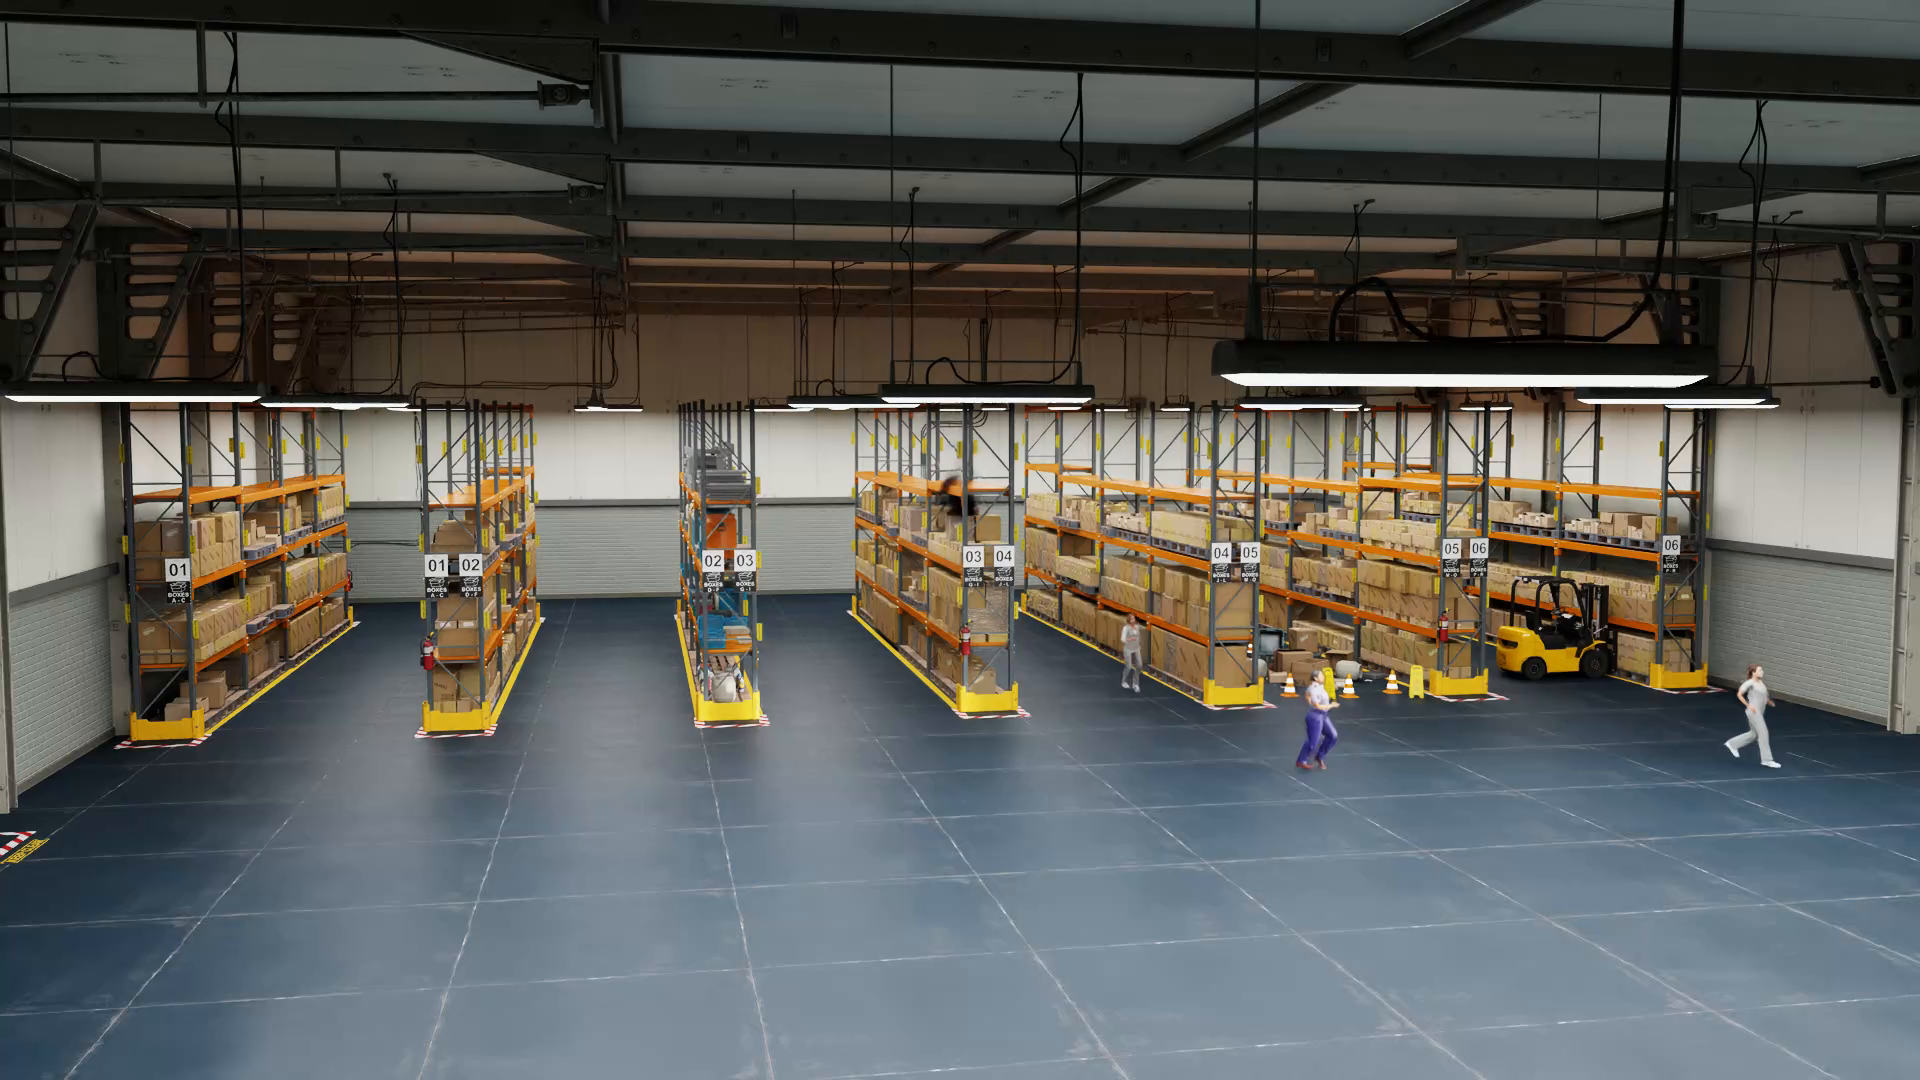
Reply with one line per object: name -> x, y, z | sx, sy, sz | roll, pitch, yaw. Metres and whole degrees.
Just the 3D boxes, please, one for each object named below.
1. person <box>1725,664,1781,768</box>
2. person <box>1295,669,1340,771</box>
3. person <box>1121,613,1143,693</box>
person -> 12.937, 2.835, 27.101 | 0.577, 1.649, 0.914 | -4, 6, -44
person -> 5.746, 2.897, 26.674 | 0.688, 1.666, 0.578 | 2, 5, 24
person -> 3.552, 2.334, 34.322 | 0.514, 1.639, 0.666 | -2, 5, -21
